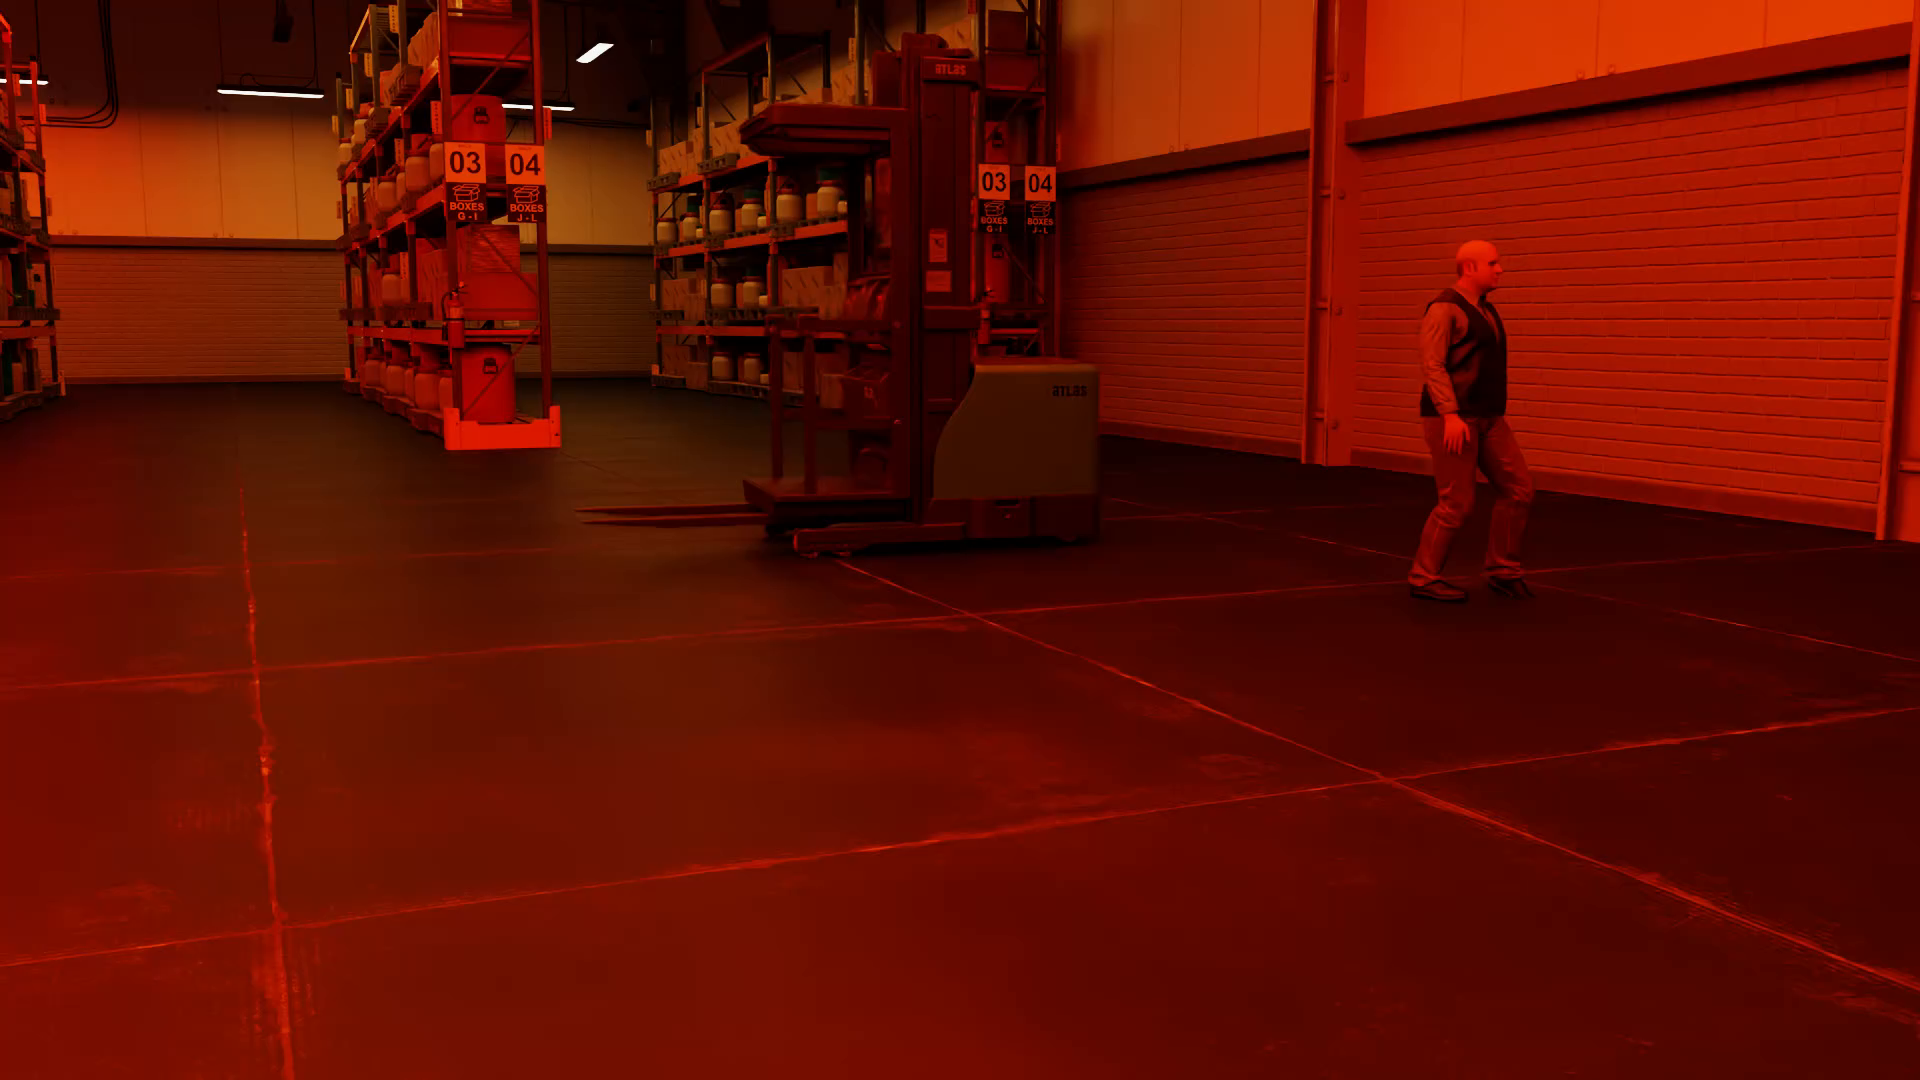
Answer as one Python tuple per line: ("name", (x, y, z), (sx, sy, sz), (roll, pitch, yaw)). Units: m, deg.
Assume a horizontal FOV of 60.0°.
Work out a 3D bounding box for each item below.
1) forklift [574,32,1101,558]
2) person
("forklift", (-0.733, -1.429, 9.777), (3.031, 2.935, 1.130), (-2, 8, -17))
("person", (2.436, -0.527, 7.887), (0.540, 1.765, 0.631), (7, 10, 43))
